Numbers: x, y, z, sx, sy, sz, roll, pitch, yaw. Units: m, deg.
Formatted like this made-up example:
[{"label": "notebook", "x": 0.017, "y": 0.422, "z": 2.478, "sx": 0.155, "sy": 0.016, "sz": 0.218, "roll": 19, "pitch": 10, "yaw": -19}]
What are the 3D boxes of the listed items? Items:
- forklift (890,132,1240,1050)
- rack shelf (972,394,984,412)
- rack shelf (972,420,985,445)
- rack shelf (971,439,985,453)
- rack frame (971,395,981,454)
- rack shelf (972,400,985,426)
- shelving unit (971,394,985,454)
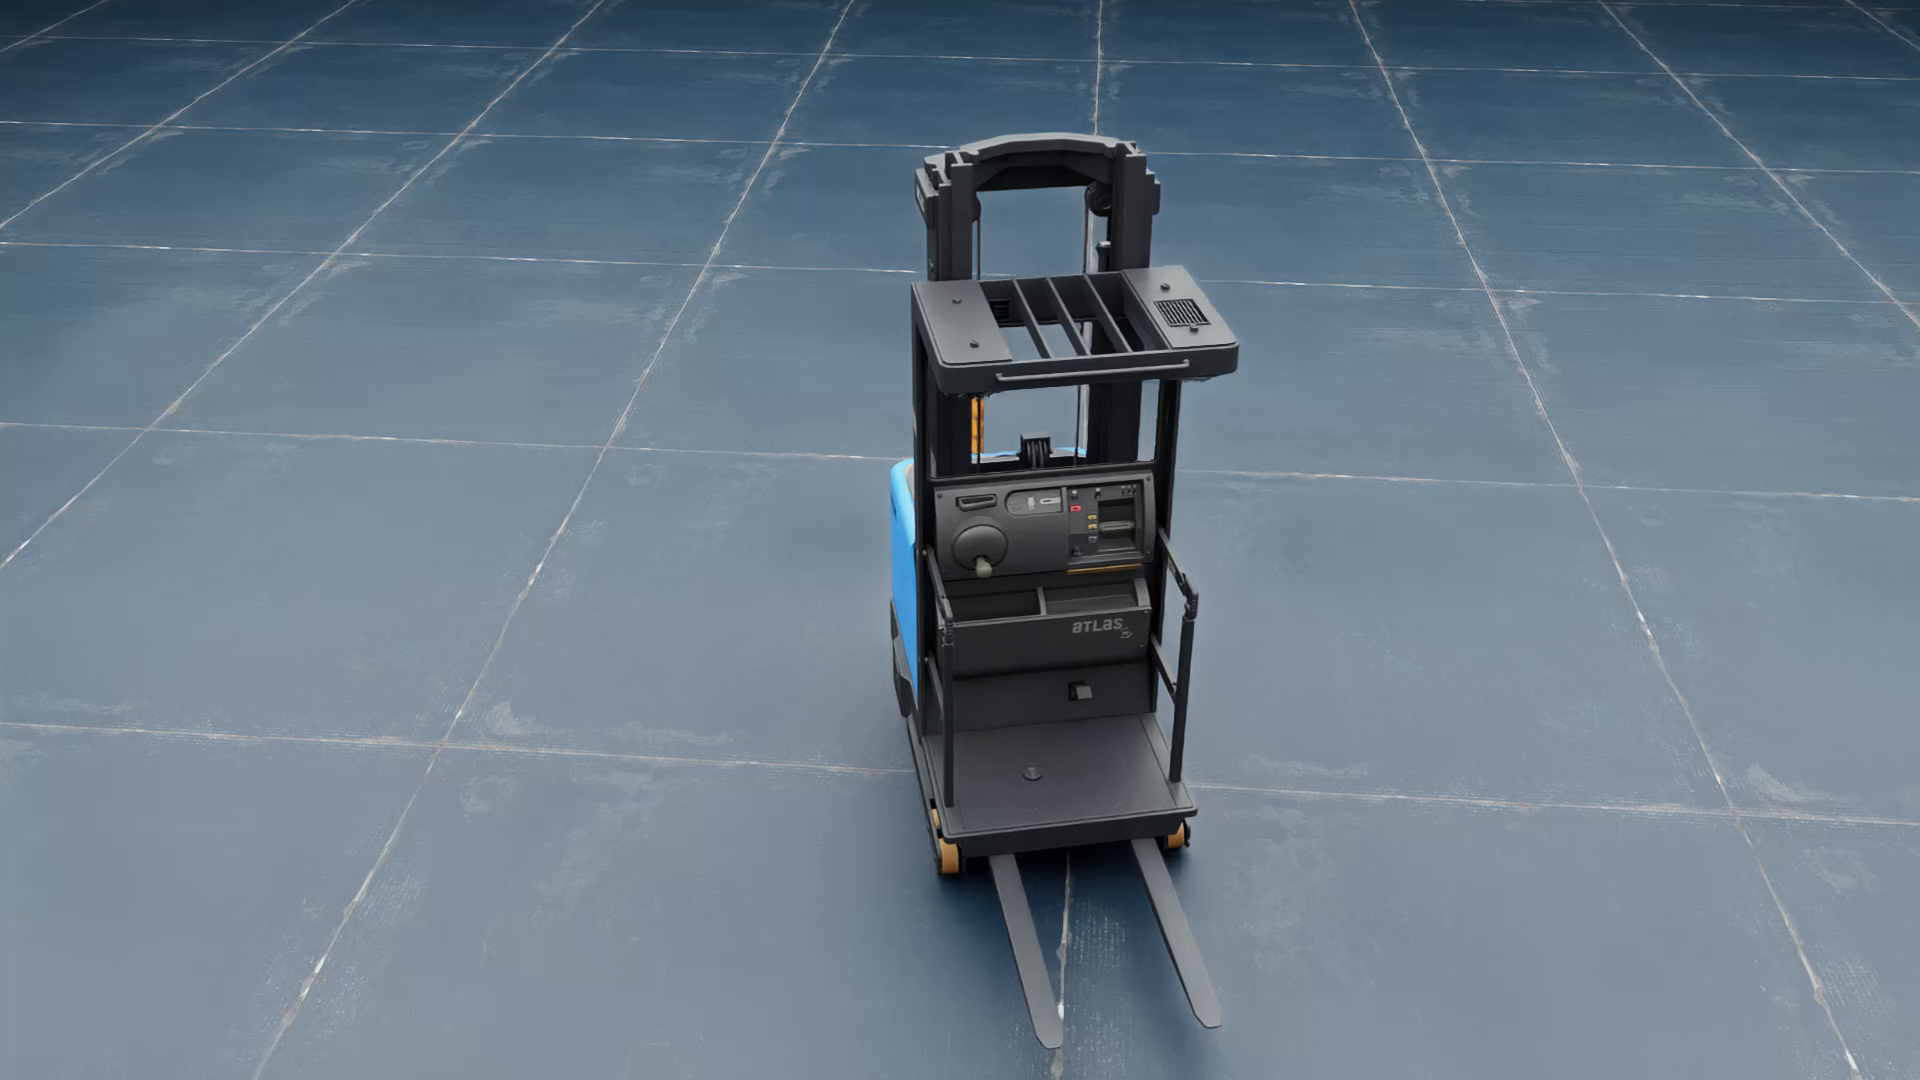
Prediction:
[{"label": "forklift", "x": 0.394, "y": -0.007, "z": 6.748, "sx": 1.130, "sy": 2.935, "sz": 3.031, "roll": -5, "pitch": 32, "yaw": -8}, {"label": "rack shelf", "x": 0.001, "y": -0.787, "z": 9.062, "sx": 0.258, "sy": 0.103, "sz": 0.180, "roll": 2, "pitch": 32, "yaw": 4}, {"label": "rack shelf", "x": 0.001, "y": -0.583, "z": 9.188, "sx": 0.258, "sy": 0.103, "sz": 0.180, "roll": 2, "pitch": 32, "yaw": 4}, {"label": "rack shelf", "x": 0.001, "y": -0.481, "z": 9.251, "sx": 0.258, "sy": 0.103, "sz": 0.180, "roll": 2, "pitch": 32, "yaw": 4}, {"label": "rack frame", "x": -0.006, "y": -0.471, "z": 9.150, "sx": 0.240, "sy": 1.200, "sz": 0.006, "roll": 2, "pitch": 32, "yaw": 4}, {"label": "rack shelf", "x": 0.001, "y": -0.685, "z": 9.125, "sx": 0.258, "sy": 0.103, "sz": 0.180, "roll": 2, "pitch": 32, "yaw": 4}, {"label": "shelving unit", "x": 0.001, "y": -0.518, "z": 9.228, "sx": 0.258, "sy": 1.200, "sz": 0.189, "roll": 2, "pitch": 32, "yaw": 4}]
